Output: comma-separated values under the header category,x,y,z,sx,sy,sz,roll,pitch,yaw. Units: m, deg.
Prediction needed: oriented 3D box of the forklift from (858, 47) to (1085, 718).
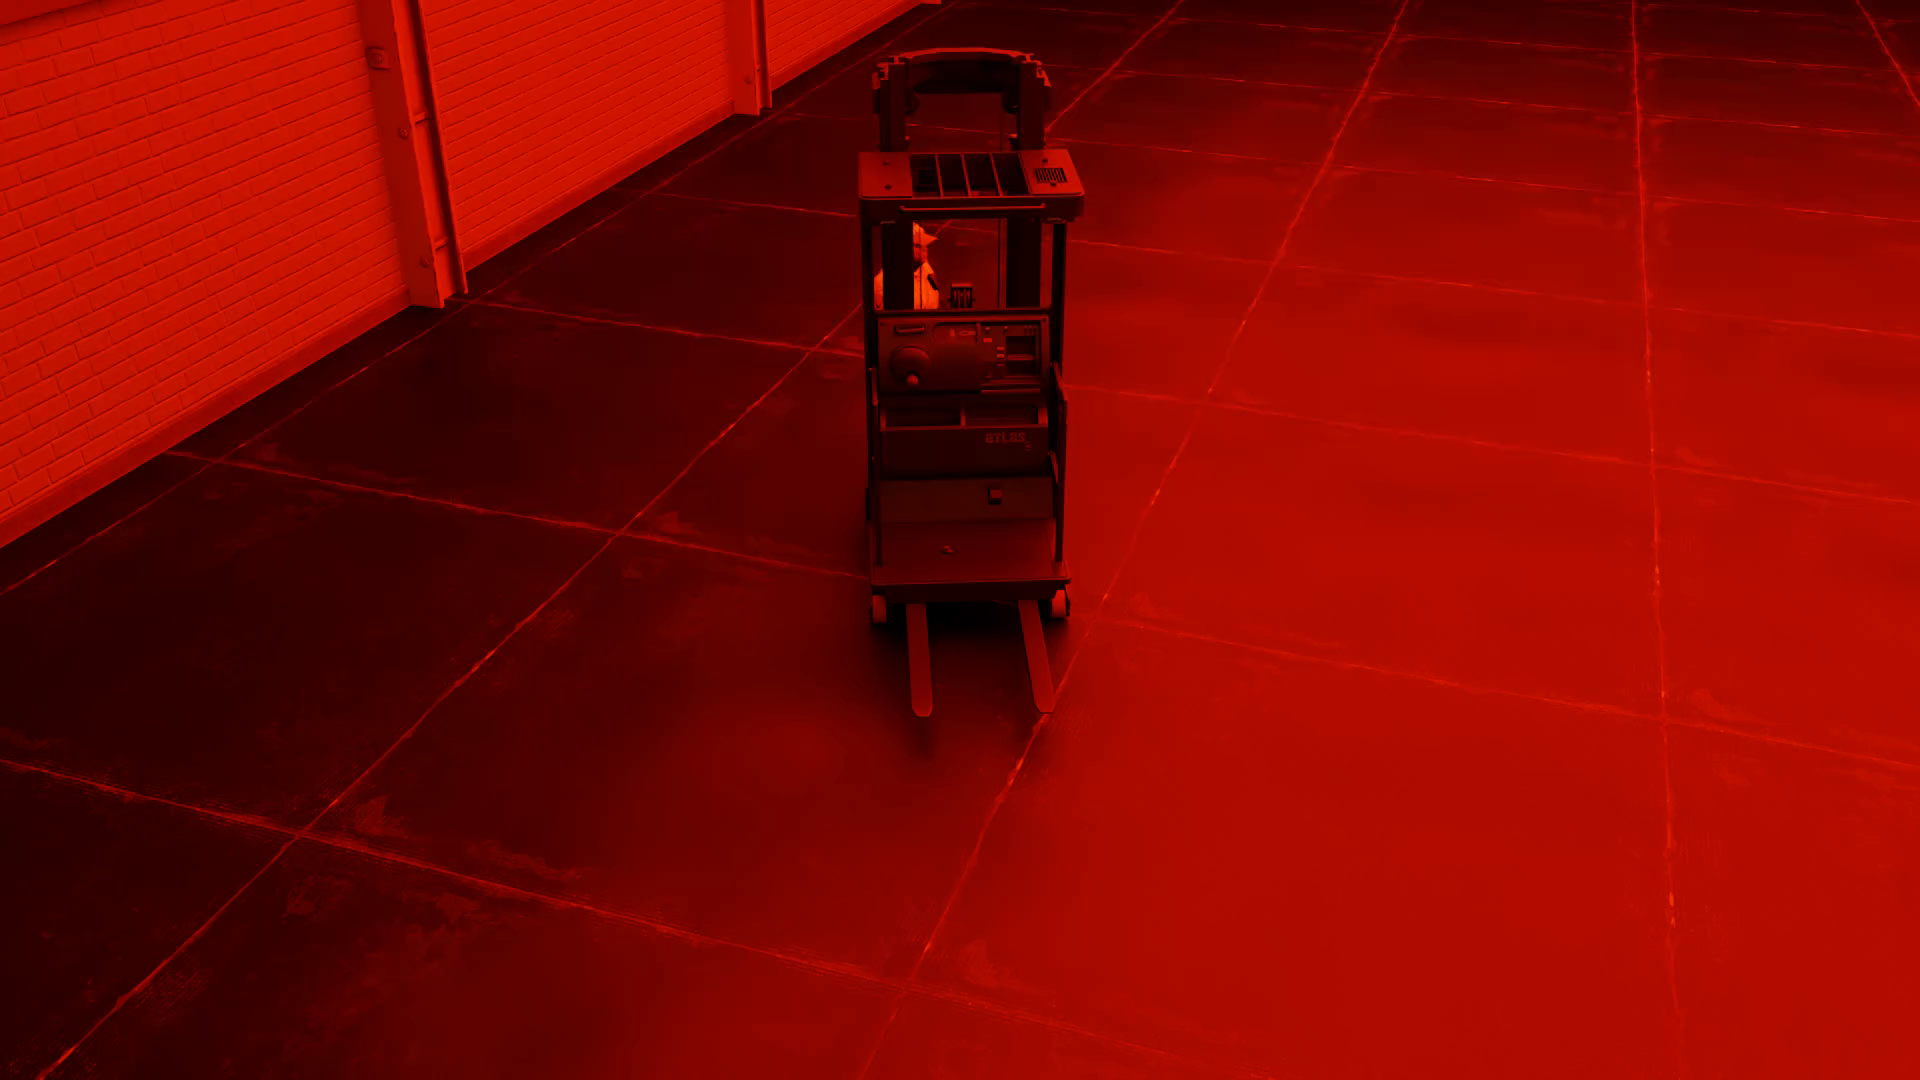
category,x,y,z,sx,sy,sz,roll,pitch,yaw
forklift,0.035,-0.972,8.842,1.130,2.935,3.031,-2,30,-3

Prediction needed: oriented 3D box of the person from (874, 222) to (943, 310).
category,x,y,z,sx,sy,sz,roll,pitch,yaw
person,-0.252,-1.139,10.397,0.529,1.670,0.598,22,36,34
